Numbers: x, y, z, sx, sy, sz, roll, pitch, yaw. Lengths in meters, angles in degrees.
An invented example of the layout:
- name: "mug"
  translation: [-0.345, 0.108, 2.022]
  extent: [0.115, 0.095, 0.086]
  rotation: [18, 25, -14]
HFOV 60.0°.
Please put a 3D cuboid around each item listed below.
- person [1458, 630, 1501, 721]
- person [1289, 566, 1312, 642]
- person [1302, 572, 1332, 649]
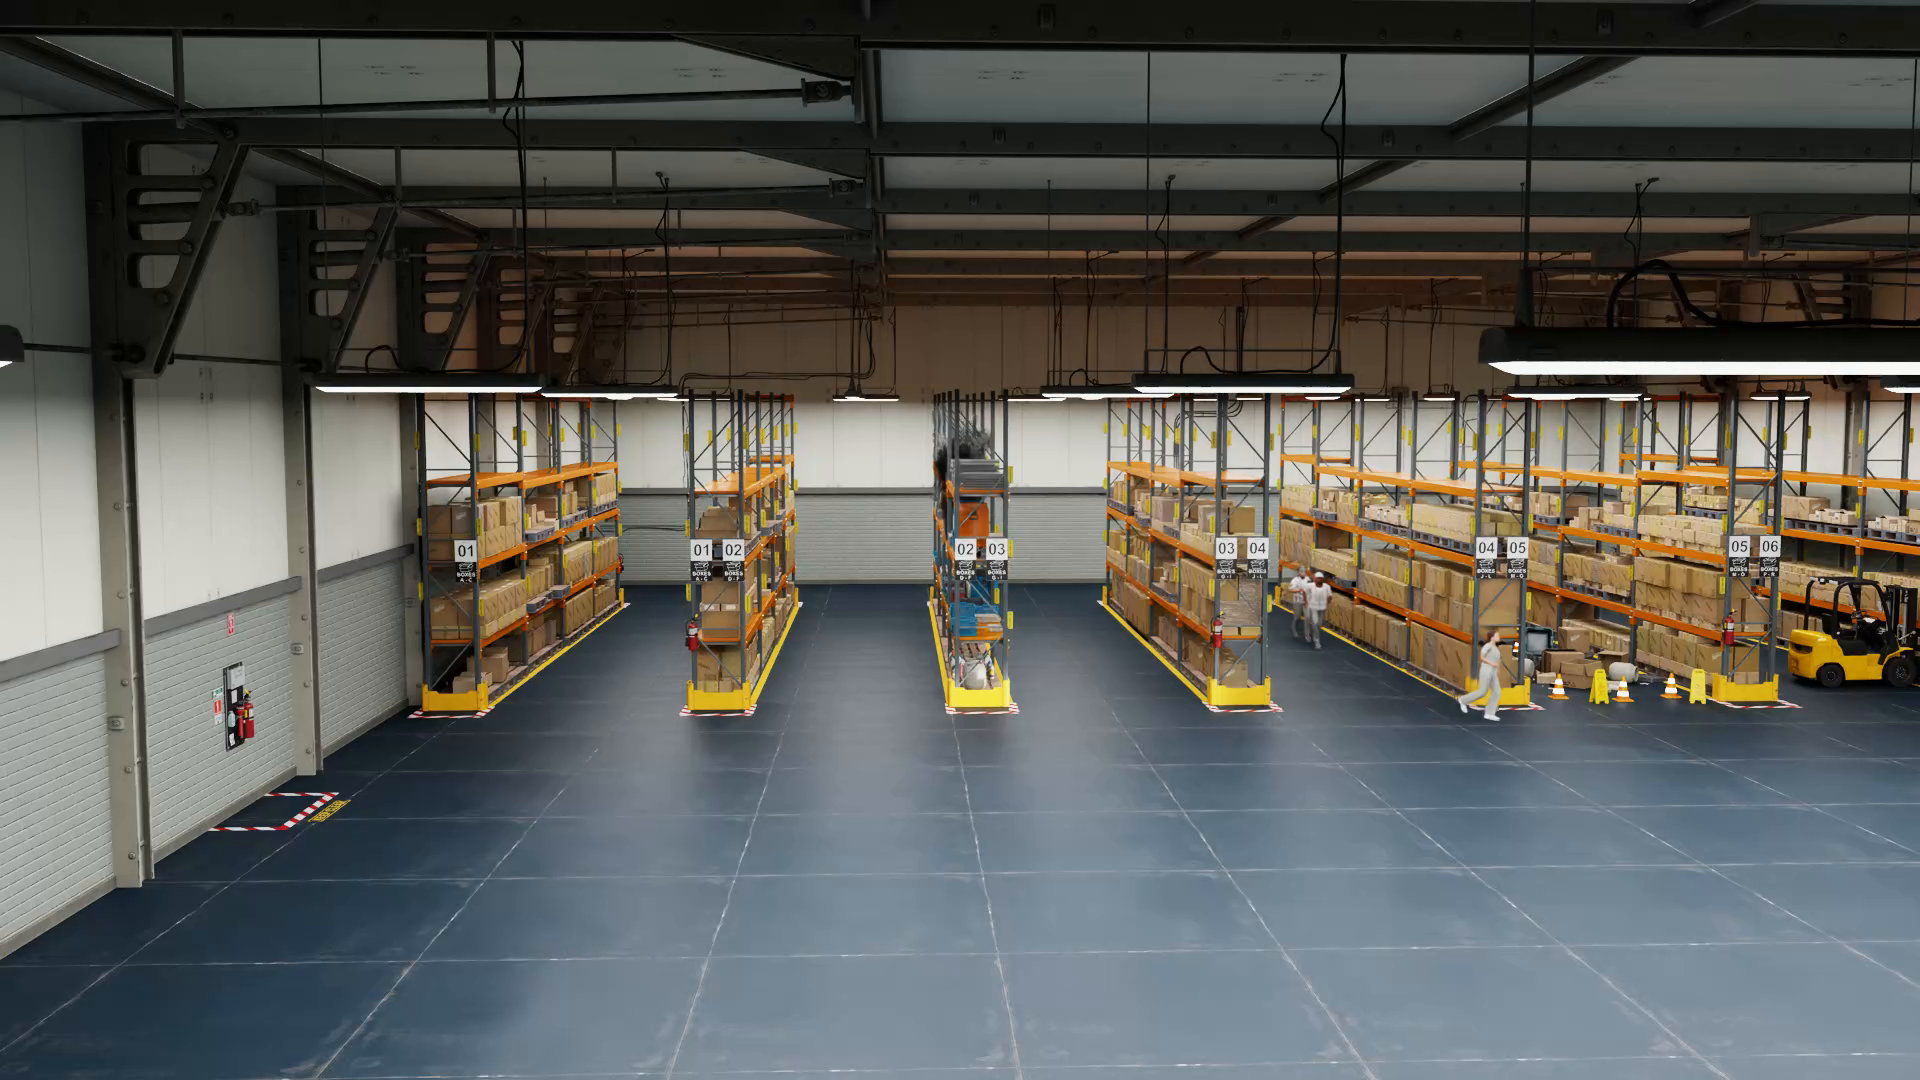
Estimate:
- name: "person"
  translation: [9.633, 2.439, 30.429]
  extent: [0.615, 1.612, 0.856]
  rotation: [-4, 6, -43]
- name: "person"
  translation: [8.303, 1.518, 40.375]
  extent: [0.652, 1.800, 0.894]
  rotation: [-1, 5, -6]
- name: "person"
  translation: [8.471, 1.630, 39.378]
  extent: [0.645, 1.776, 0.978]
  rotation: [0, 5, -4]
